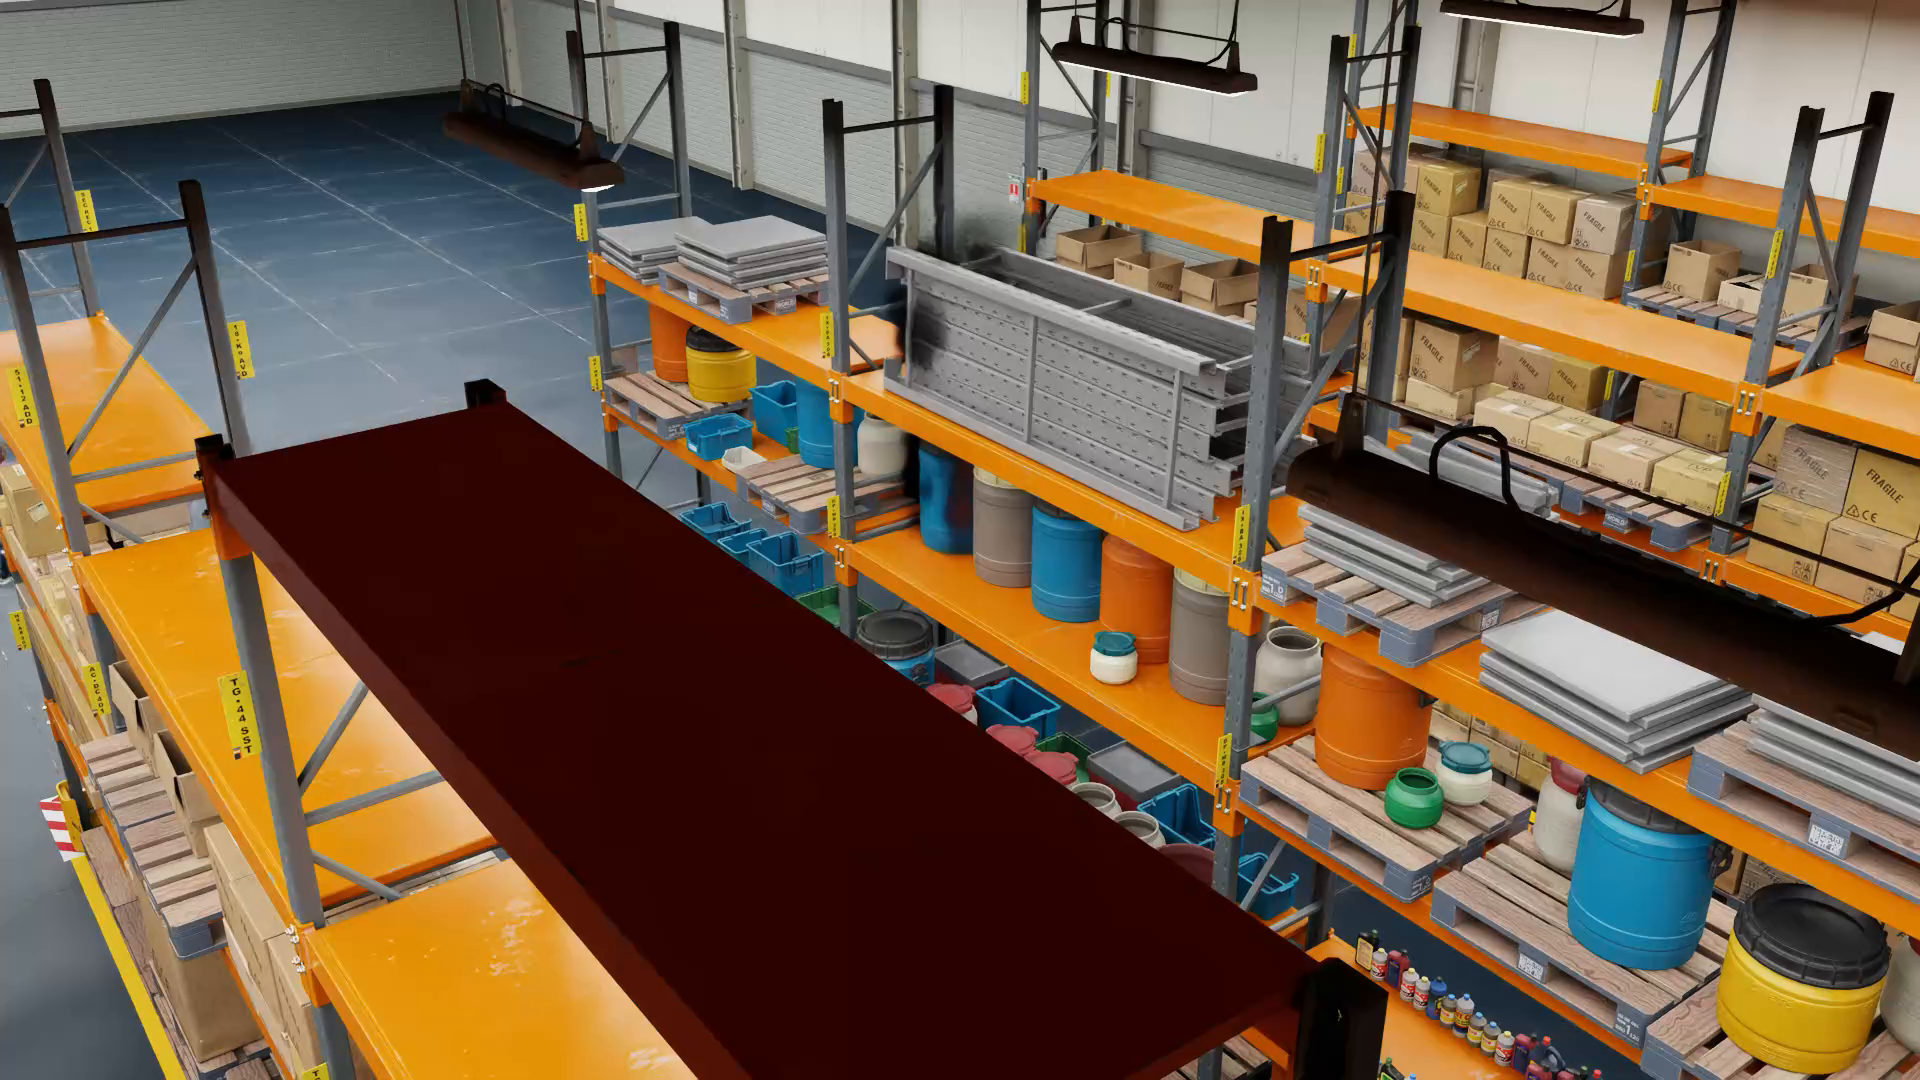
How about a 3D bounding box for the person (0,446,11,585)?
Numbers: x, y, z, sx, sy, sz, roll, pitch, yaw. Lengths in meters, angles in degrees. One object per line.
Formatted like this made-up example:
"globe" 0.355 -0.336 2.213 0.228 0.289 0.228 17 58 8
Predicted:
"person" -10.080 -0.268 17.657 0.869 1.591 0.545 -6 25 -12
